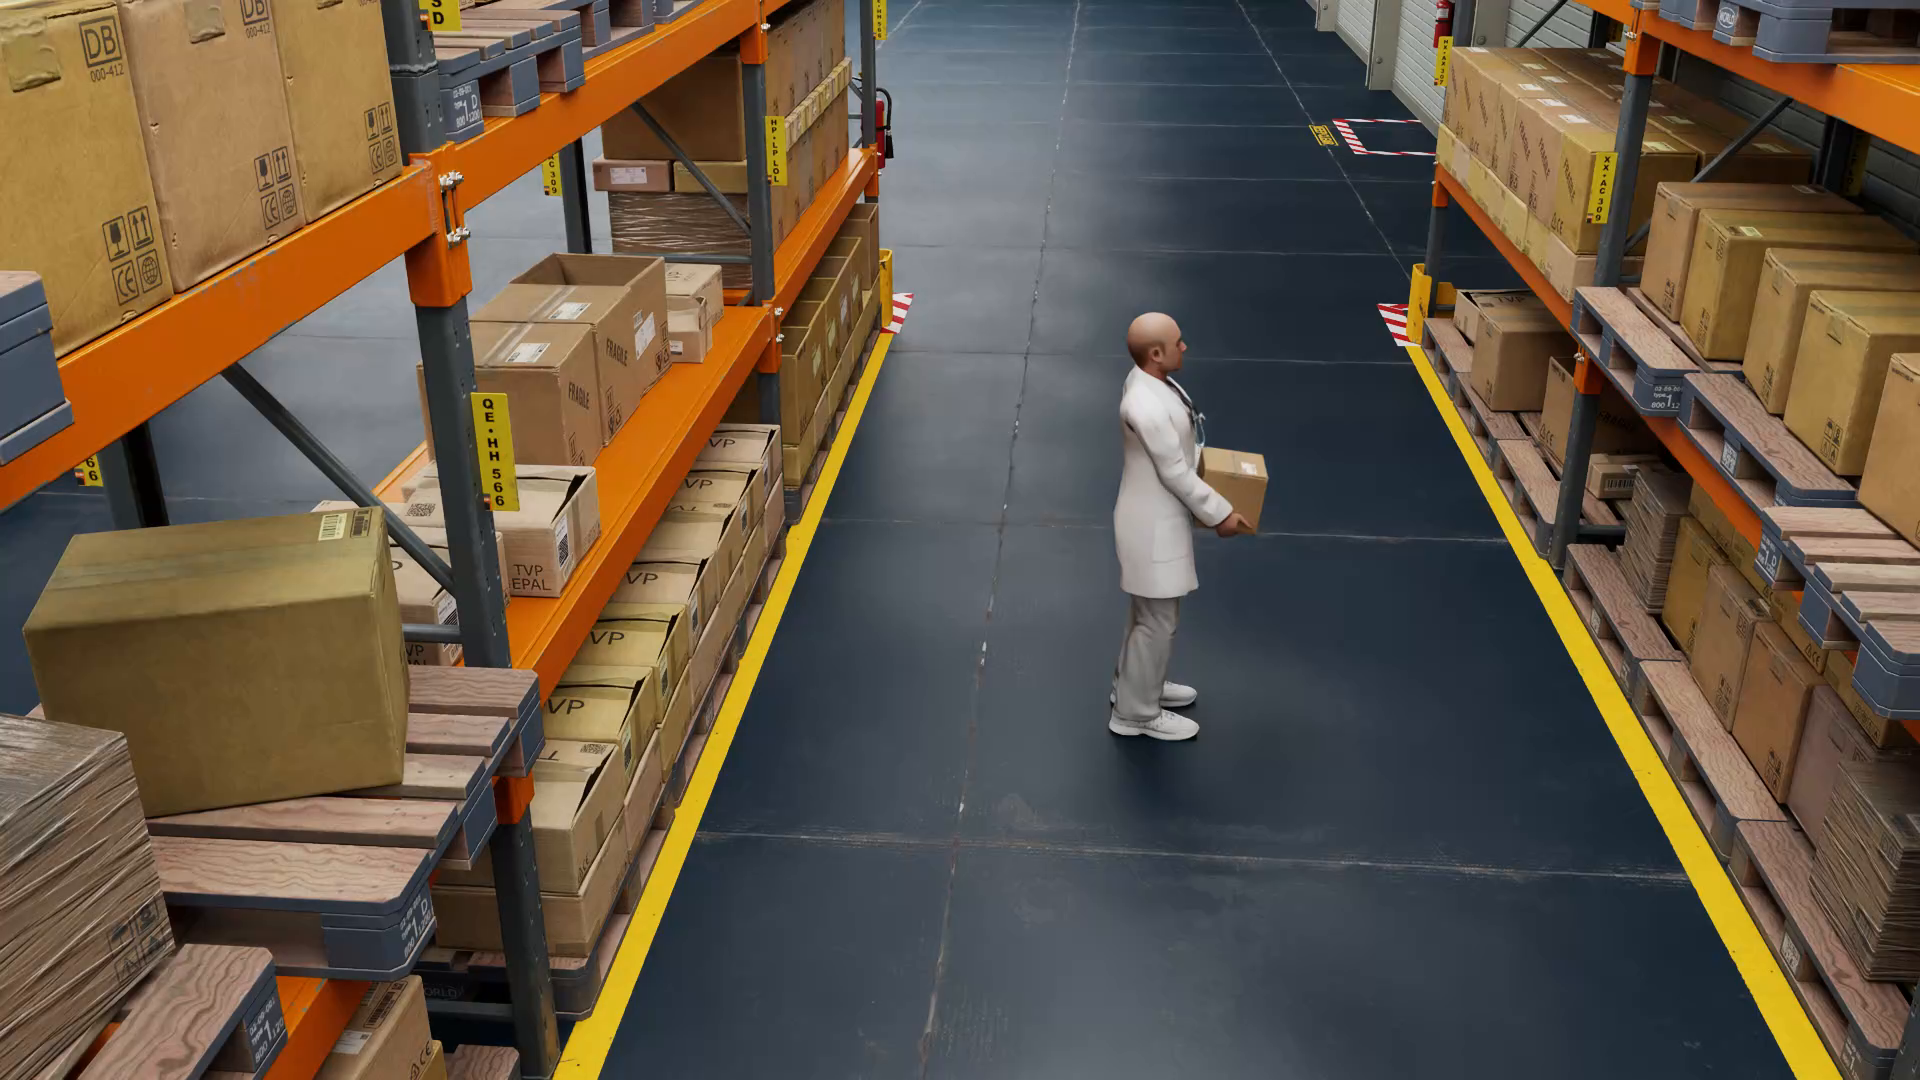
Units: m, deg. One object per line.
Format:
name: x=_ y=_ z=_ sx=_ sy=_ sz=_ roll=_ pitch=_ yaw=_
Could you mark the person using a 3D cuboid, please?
person: x=0.896 y=-0.050 z=6.738 sx=0.543 sy=1.778 sz=0.513 roll=2 pitch=24 yaw=4
